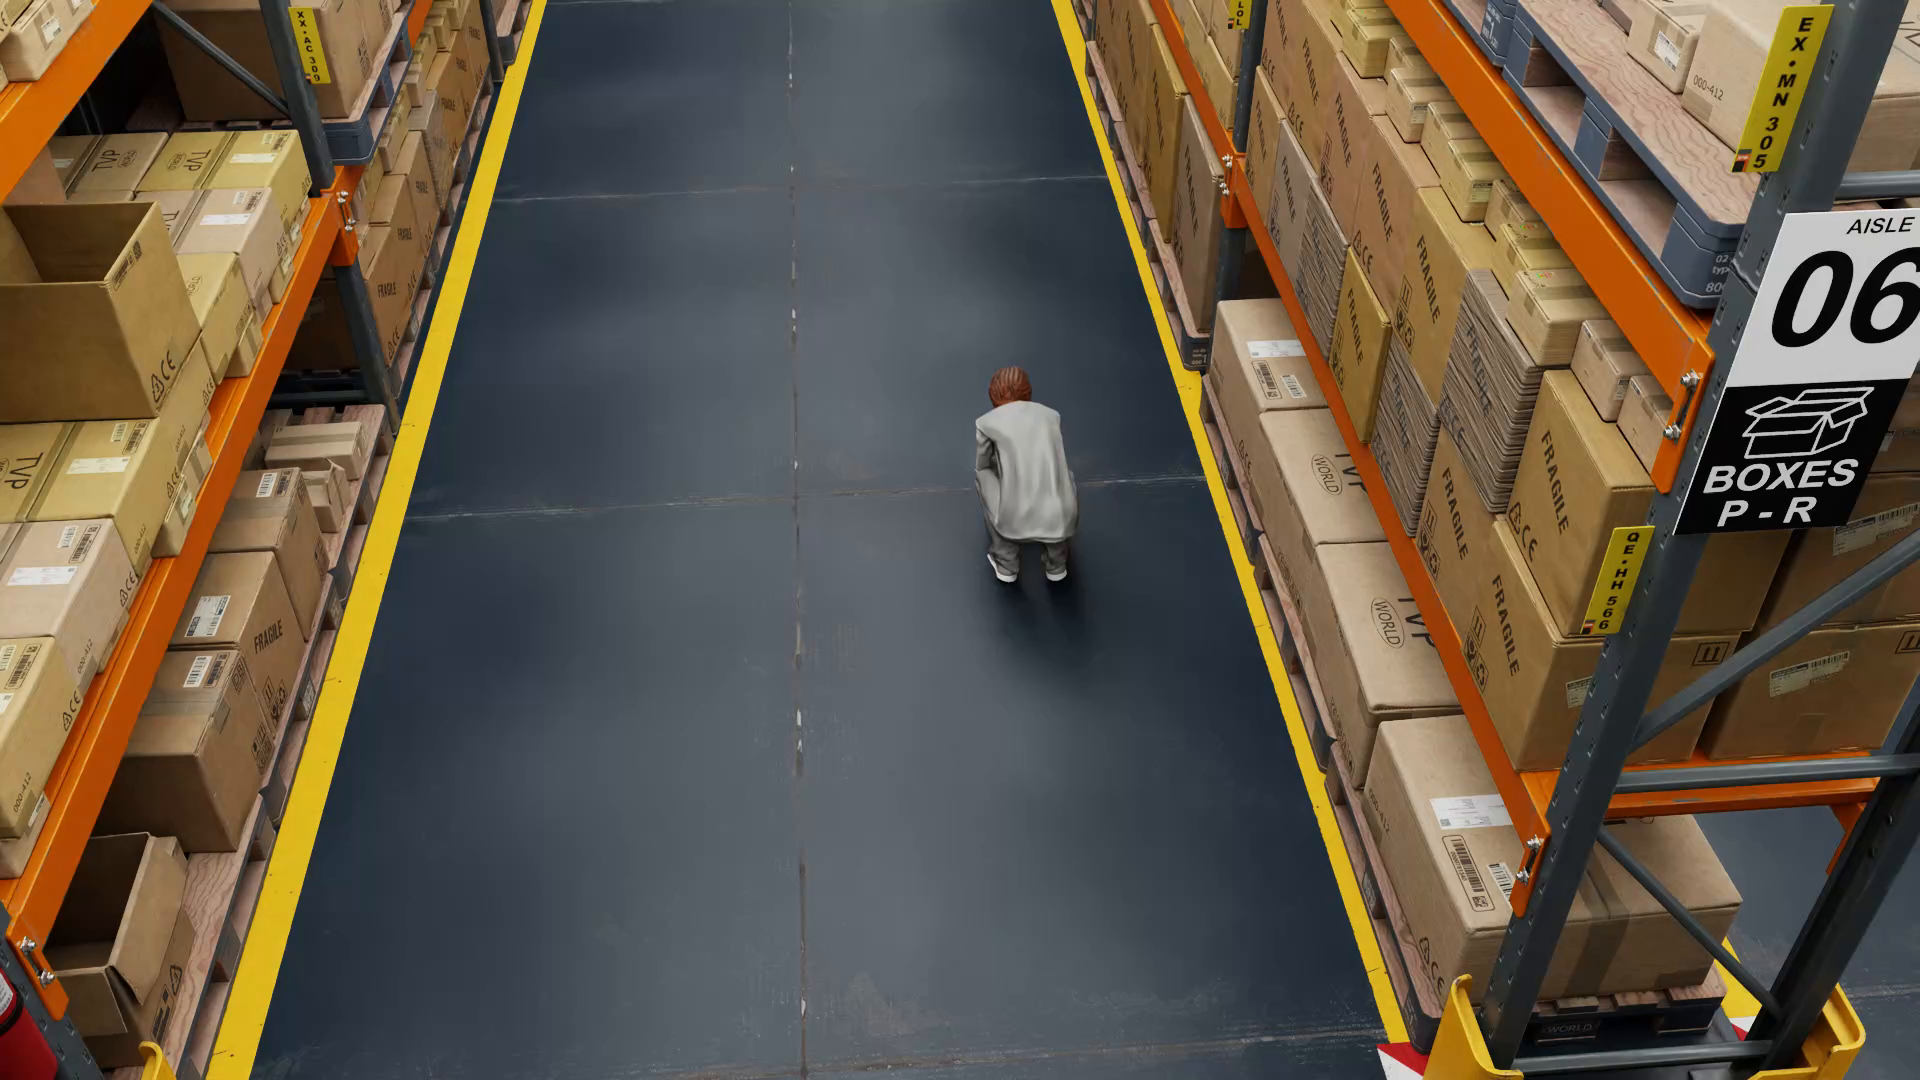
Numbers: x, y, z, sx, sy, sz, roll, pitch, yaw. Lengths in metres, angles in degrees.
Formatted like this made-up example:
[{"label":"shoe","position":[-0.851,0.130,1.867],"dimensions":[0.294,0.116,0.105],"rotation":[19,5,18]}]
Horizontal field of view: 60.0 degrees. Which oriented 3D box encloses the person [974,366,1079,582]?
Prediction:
[{"label":"person","position":[0.286,-0.245,7.159],"dimensions":[0.437,0.766,0.814],"rotation":[-3,40,-3]}]
